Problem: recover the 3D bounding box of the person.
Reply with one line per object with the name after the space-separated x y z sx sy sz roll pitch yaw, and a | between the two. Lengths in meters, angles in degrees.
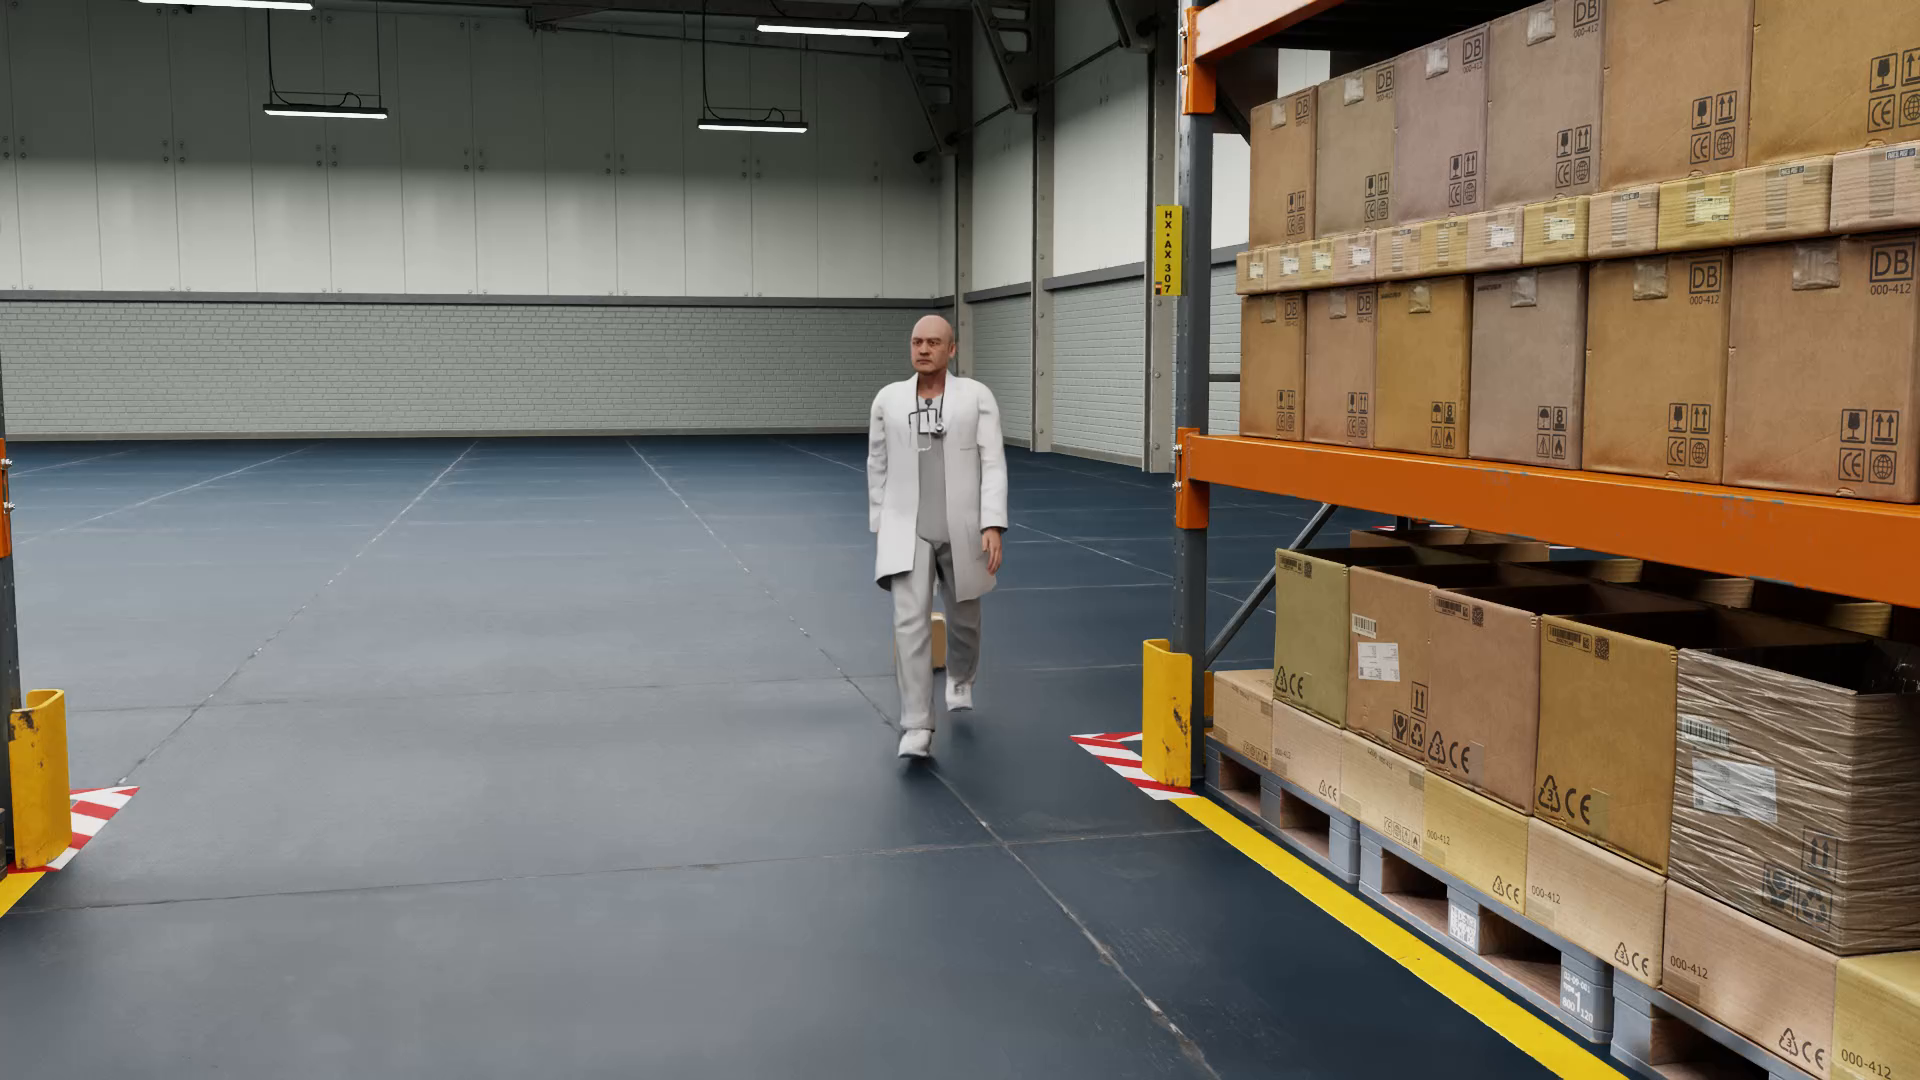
-0.094 -0.042 6.782 0.583 1.733 1.110 0 6 2 | person
